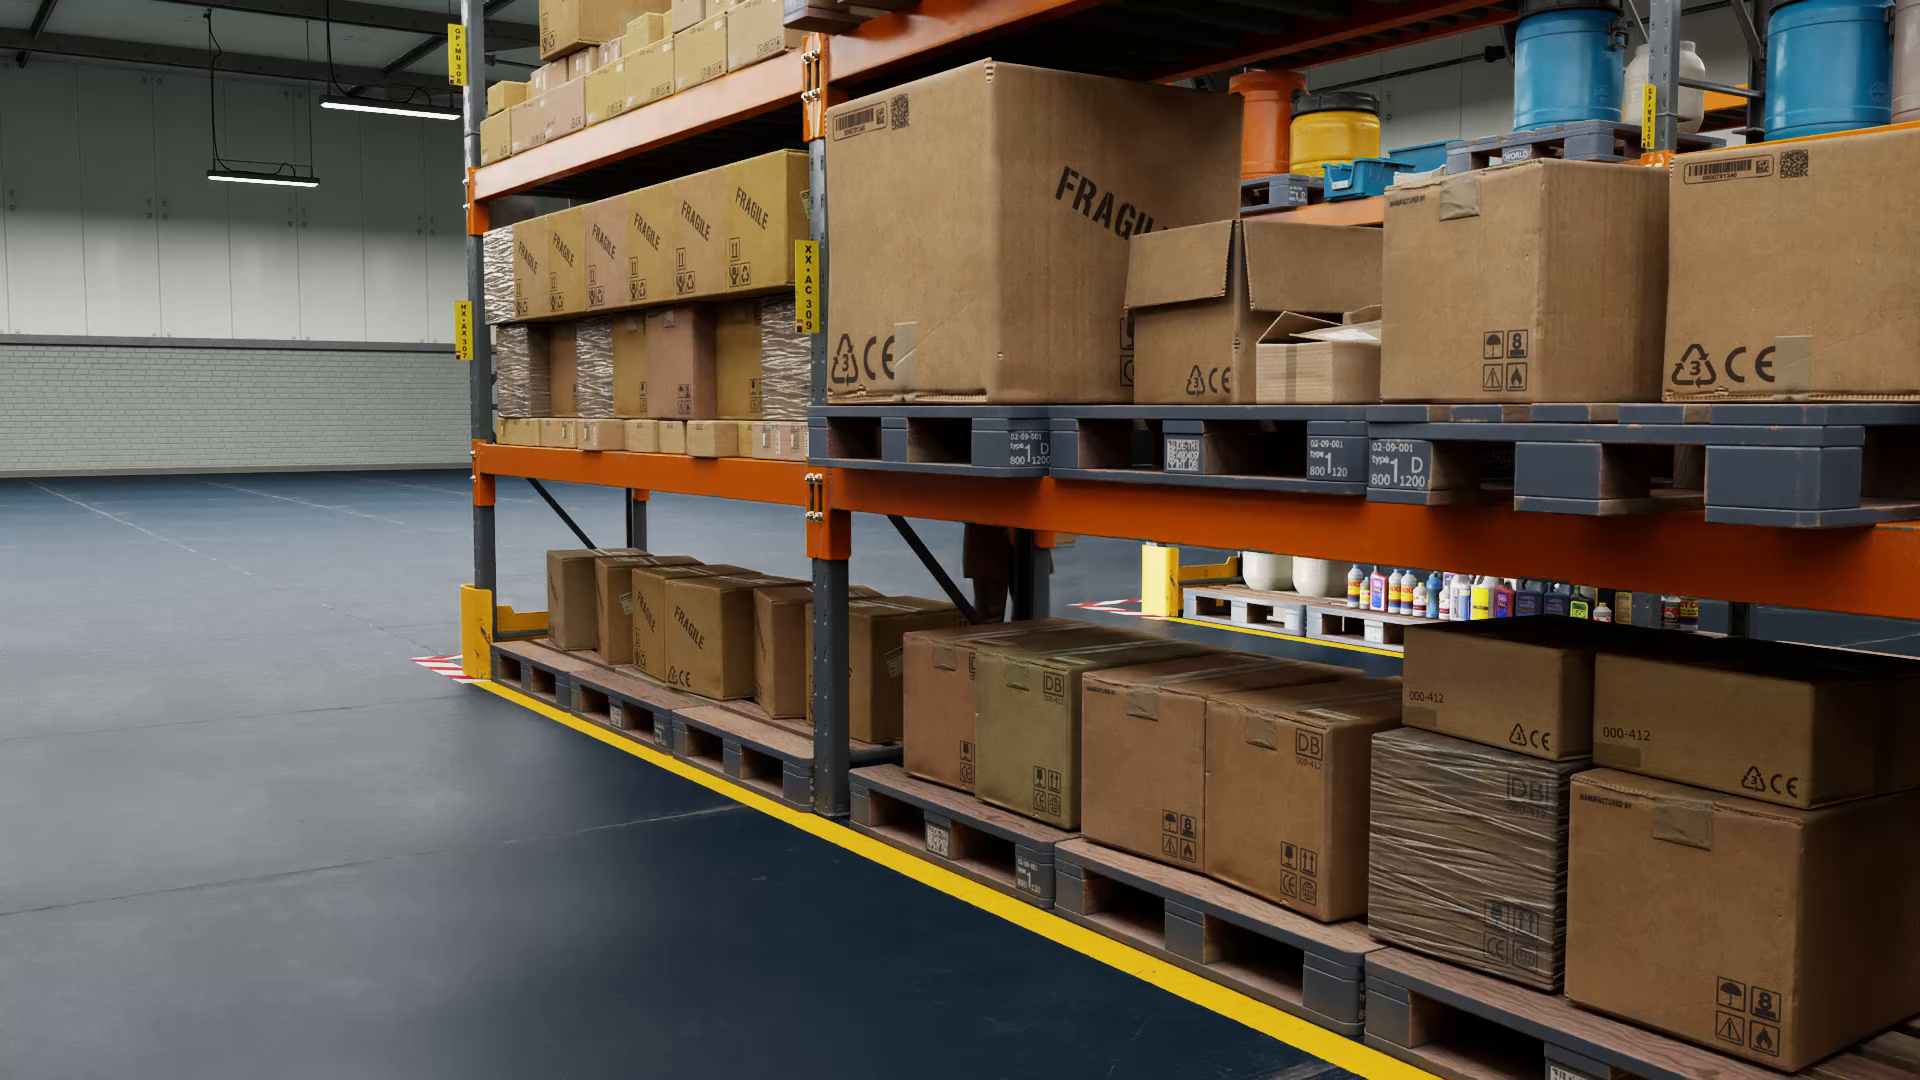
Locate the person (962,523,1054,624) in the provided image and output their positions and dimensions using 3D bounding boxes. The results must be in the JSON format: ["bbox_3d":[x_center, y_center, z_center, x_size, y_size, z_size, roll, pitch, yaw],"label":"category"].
[{"bbox_3d":[0.289,-0.026,8.125,0.528,1.779,0.569,-3,5,-34],"label":"person"}]
